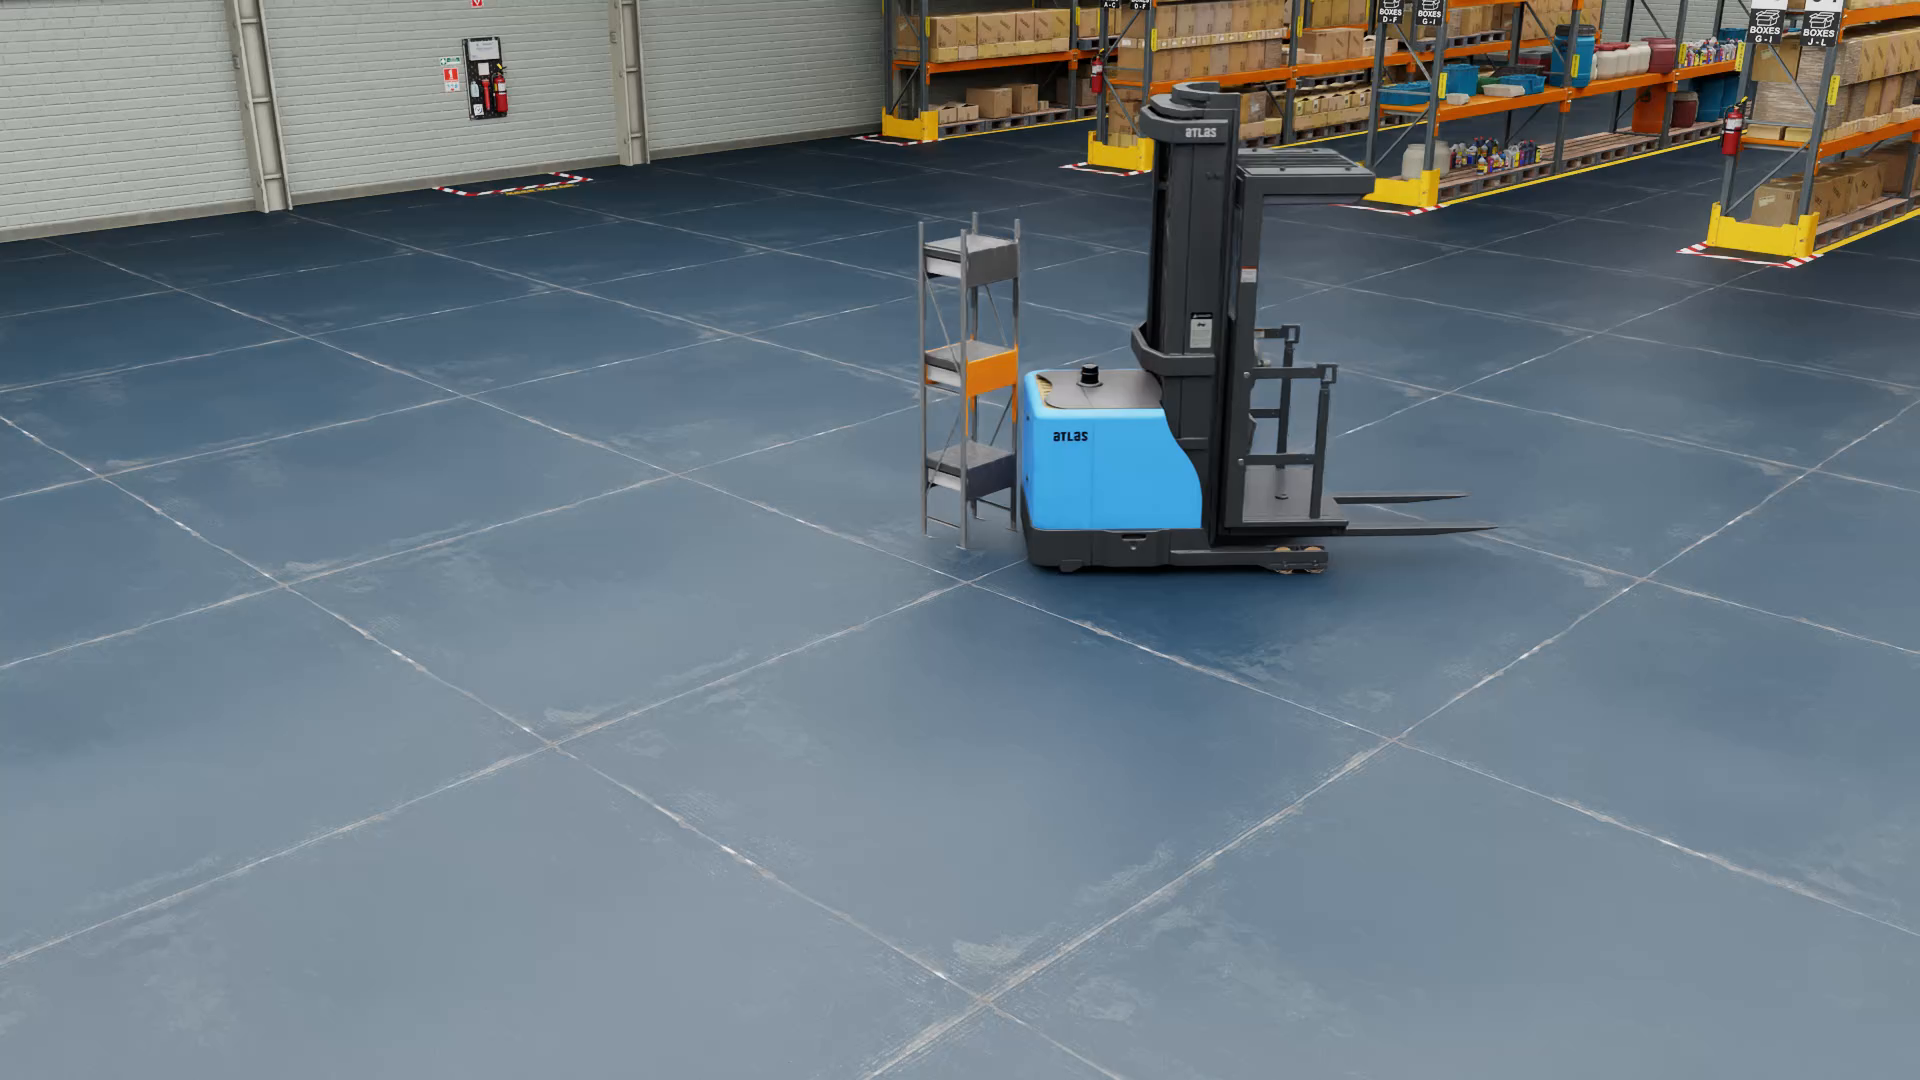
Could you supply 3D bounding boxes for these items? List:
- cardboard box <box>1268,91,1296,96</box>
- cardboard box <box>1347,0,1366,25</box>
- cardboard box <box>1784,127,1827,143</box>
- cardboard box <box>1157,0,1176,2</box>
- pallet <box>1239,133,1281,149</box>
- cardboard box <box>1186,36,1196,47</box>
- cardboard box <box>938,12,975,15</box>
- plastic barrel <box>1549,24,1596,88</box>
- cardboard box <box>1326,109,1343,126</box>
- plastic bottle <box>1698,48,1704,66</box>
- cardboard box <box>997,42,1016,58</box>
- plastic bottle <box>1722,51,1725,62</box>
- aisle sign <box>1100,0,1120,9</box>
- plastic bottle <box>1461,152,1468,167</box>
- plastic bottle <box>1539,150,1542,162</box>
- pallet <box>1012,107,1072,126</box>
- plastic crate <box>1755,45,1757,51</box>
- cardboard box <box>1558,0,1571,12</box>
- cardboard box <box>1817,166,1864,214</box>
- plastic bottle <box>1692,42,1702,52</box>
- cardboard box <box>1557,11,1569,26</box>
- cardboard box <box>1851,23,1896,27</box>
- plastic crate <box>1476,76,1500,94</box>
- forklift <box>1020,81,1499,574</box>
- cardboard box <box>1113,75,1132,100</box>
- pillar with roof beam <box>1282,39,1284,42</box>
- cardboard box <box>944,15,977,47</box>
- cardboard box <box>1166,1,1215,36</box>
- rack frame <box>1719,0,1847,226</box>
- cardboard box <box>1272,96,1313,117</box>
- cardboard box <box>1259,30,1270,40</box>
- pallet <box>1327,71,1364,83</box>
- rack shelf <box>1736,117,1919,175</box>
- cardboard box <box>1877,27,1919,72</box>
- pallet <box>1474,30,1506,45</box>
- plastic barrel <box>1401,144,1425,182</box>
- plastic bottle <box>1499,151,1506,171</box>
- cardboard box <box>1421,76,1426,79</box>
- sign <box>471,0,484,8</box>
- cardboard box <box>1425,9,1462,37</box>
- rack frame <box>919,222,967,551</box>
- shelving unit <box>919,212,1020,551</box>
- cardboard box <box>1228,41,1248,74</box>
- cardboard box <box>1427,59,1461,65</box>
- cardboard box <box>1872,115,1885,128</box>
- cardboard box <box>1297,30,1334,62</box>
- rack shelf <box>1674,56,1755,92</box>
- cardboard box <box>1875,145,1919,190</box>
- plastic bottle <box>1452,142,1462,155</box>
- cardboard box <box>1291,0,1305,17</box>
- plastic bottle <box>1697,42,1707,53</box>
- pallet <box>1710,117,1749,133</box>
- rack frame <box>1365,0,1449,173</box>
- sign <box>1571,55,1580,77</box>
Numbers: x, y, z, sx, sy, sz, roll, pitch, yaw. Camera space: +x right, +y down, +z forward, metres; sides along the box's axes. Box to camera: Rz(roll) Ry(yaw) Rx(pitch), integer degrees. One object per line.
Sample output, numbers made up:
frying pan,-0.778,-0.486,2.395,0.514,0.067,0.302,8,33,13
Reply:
cardboard box,5.823,-7.920,29.965,0.500,0.311,0.500,-19,28,-41
cardboard box,8.820,-12.381,38.688,0.980,0.700,0.700,18,27,38
cardboard box,10.062,-4.822,19.790,0.380,0.149,0.250,19,28,41
cardboard box,4.193,-11.074,34.048,0.380,0.149,0.250,14,25,32
pallet,4.803,-6.939,28.834,1.003,0.211,1.213,19,28,41
cardboard box,3.560,-7.999,26.663,0.380,0.149,0.250,19,28,40
cardboard box,-0.062,-9.370,30.408,0.500,0.500,0.500,18,28,39
plastic barrel,9.420,-7.451,25.581,0.600,0.901,0.708,19,28,41
cardboard box,6.563,-7.654,30.054,0.500,0.250,0.500,18,28,39
plastic bottle,12.868,-8.399,28.909,0.061,0.283,0.133,19,28,41
cardboard box,0.679,-9.026,30.559,0.500,0.250,0.500,20,28,41
plastic bottle,13.548,-8.621,29.600,0.097,0.201,0.097,0,21,0
aisle sign,2.341,-8.676,25.844,0.394,0.787,0.004,19,28,41
plastic bottle,7.632,-5.765,25.179,0.097,0.201,0.097,0,21,0
plastic bottle,8.904,-5.922,25.588,0.097,0.201,0.097,0,21,0
pallet,1.392,-8.190,32.090,1.003,0.211,1.213,19,28,41
plastic crate,14.942,-9.239,31.215,0.396,0.136,0.243,19,28,41
cardboard box,12.577,-11.453,35.158,0.500,0.500,0.500,-19,28,-40
cardboard box,11.404,-4.562,21.662,0.500,0.500,0.500,16,26,36
plastic bottle,13.382,-8.893,30.203,0.152,0.276,0.135,19,28,41
cardboard box,12.578,-10.992,35.353,0.500,0.500,0.500,19,28,40
cardboard box,11.986,-6.554,21.999,0.500,0.500,0.500,19,28,41
plastic crate,7.785,-6.817,24.924,0.450,0.188,0.662,19,28,41
forklift,1.939,-1.343,10.484,3.031,2.935,1.130,-1,21,-2
cardboard box,3.047,-9.172,33.627,0.700,0.500,0.500,20,28,41
pillar with roof beam,10.369,-13.849,34.563,9.100,9.000,0.400,19,28,41
cardboard box,-0.055,-9.107,29.723,0.500,0.500,0.500,19,28,41
cardboard box,3.683,-8.455,26.945,0.700,0.500,0.500,19,28,41
rack frame,9.692,-4.926,19.710,1.000,3.000,0.127,19,28,41
cardboard box,5.854,-7.653,29.270,0.500,0.311,0.500,19,28,41
cardboard box,4.996,-8.530,28.042,0.380,0.149,0.250,18,28,39
pallet,8.854,-10.919,39.189,1.003,0.211,1.213,19,28,41
rack shelf,11.087,-5.104,21.177,1.077,0.370,4.000,19,28,41
cardboard box,12.018,-6.293,21.319,0.500,0.500,0.500,19,28,41
pallet,10.333,-10.223,33.760,1.003,0.211,1.213,19,28,41
plastic barrel,6.548,-5.389,23.796,0.421,0.512,0.421,0,21,0
plastic bottle,8.082,-5.652,24.787,0.097,0.271,0.097,0,21,0
cardboard box,9.023,-8.934,33.007,0.500,0.500,0.500,18,27,39
sign,-7.100,-7.979,24.421,0.001,0.298,0.199,19,28,41
cardboard box,9.311,-10.083,32.402,0.500,0.500,0.700,-14,25,-32
rack frame,-0.109,-0.958,10.641,0.400,2.100,0.015,19,28,40
shelving unit,0.060,-1.021,10.805,0.431,2.100,0.503,19,28,40
cardboard box,4.366,-8.100,27.829,0.500,0.500,0.700,-20,28,-41
cardboard box,9.759,-9.559,33.590,0.500,0.250,0.500,19,28,41
cardboard box,11.486,-5.326,21.101,0.380,0.149,0.250,19,28,41
cardboard box,6.302,-8.810,29.676,0.500,0.500,0.500,-18,27,-38
rack shelf,13.119,-8.400,29.752,1.077,0.370,4.000,19,28,41
cardboard box,13.273,-5.263,23.458,0.700,0.500,0.500,19,28,40
plastic bottle,7.515,-5.854,25.202,0.185,0.351,0.144,-19,28,-40
cardboard box,7.275,-11.743,36.864,0.500,0.500,0.500,19,28,40
plastic bottle,13.137,-8.630,29.414,0.144,0.351,0.185,19,28,41
pallet,13.947,-7.761,30.972,1.003,0.211,1.213,19,28,41
rack frame,6.143,-6.166,22.935,1.000,3.000,0.127,19,28,41
sign,9.320,-7.183,25.195,0.100,0.325,0.005,19,28,41
